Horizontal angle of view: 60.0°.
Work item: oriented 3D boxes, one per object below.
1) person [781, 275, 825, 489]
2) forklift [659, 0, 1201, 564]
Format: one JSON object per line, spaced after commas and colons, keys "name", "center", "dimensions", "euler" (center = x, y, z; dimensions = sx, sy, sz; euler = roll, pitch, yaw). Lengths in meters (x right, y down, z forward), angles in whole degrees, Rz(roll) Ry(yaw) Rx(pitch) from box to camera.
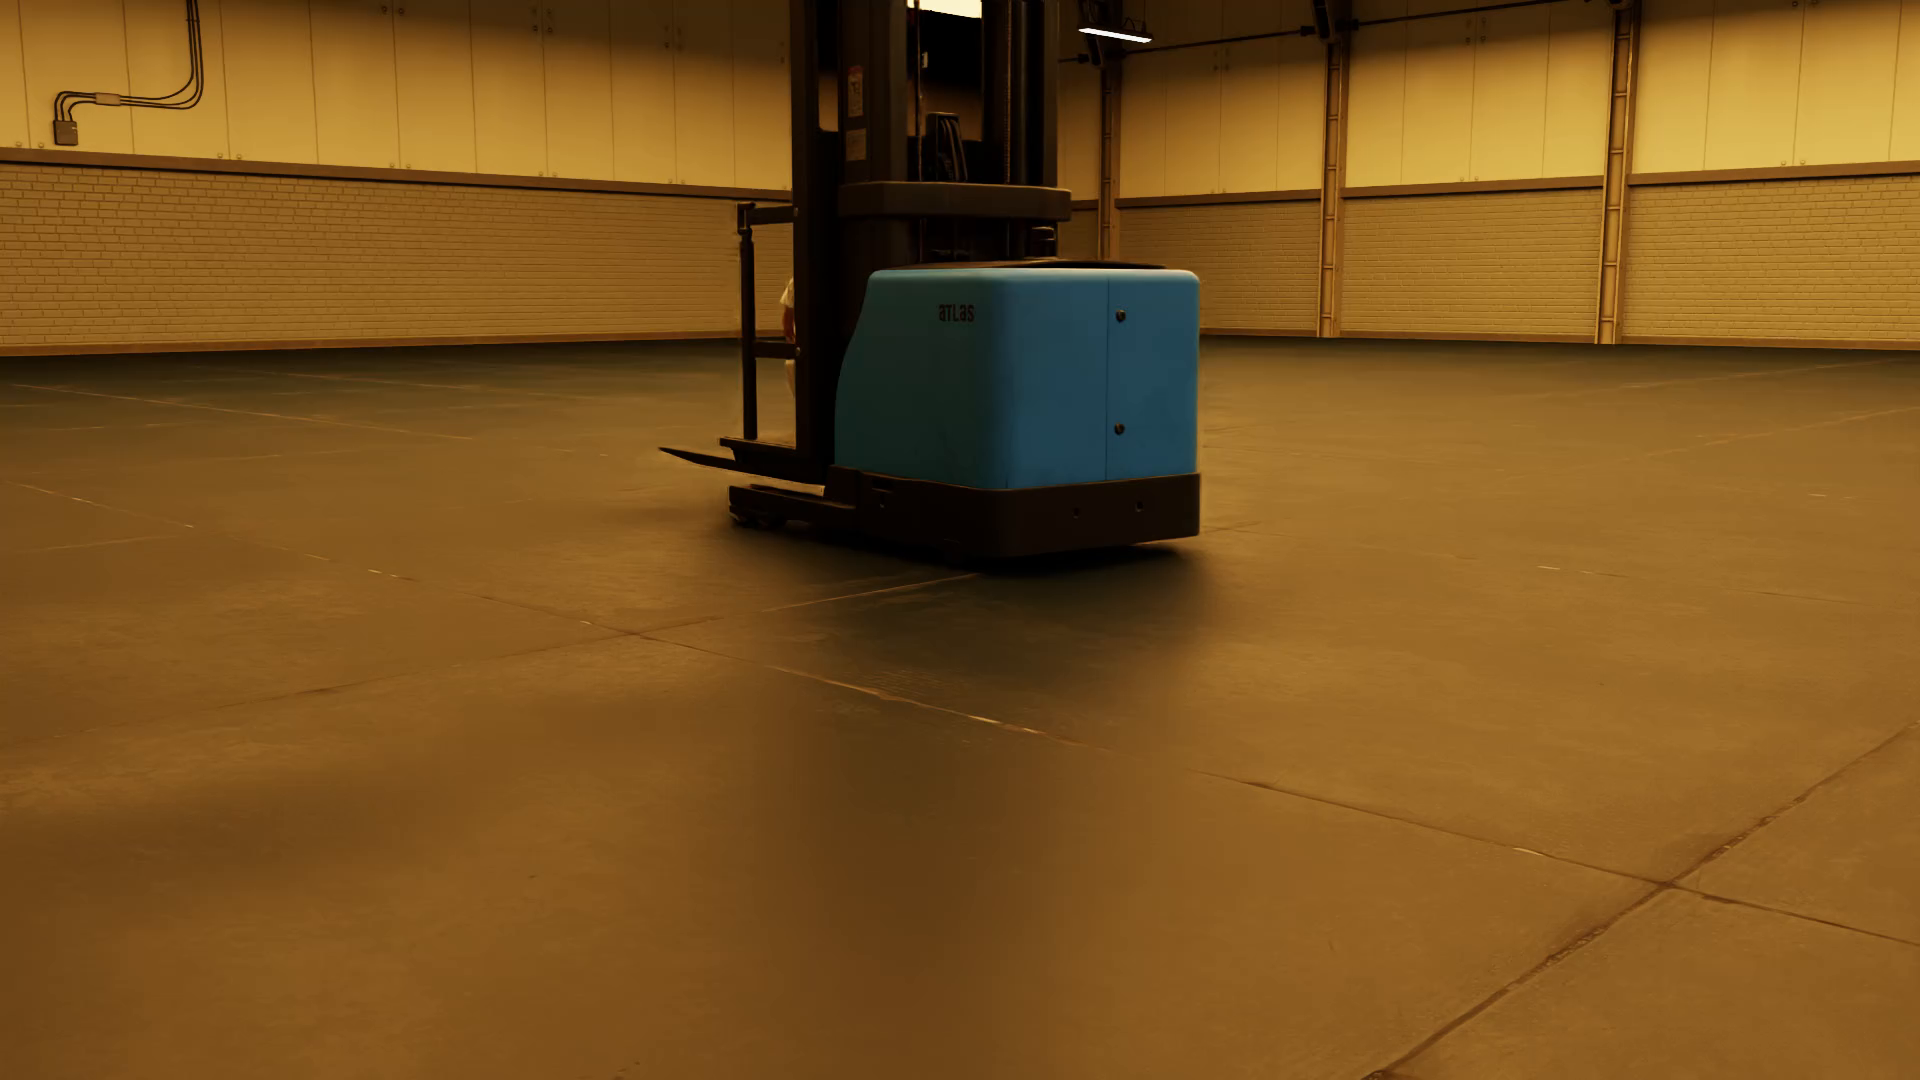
{"name": "person", "center": [-0.569, -1.059, 7.826], "dimensions": [0.661, 1.764, 0.757], "euler": [7, 11, 39]}
{"name": "forklift", "center": [-0.346, -1.537, 7.081], "dimensions": [1.130, 2.935, 3.031], "euler": [-6, 11, -35]}
